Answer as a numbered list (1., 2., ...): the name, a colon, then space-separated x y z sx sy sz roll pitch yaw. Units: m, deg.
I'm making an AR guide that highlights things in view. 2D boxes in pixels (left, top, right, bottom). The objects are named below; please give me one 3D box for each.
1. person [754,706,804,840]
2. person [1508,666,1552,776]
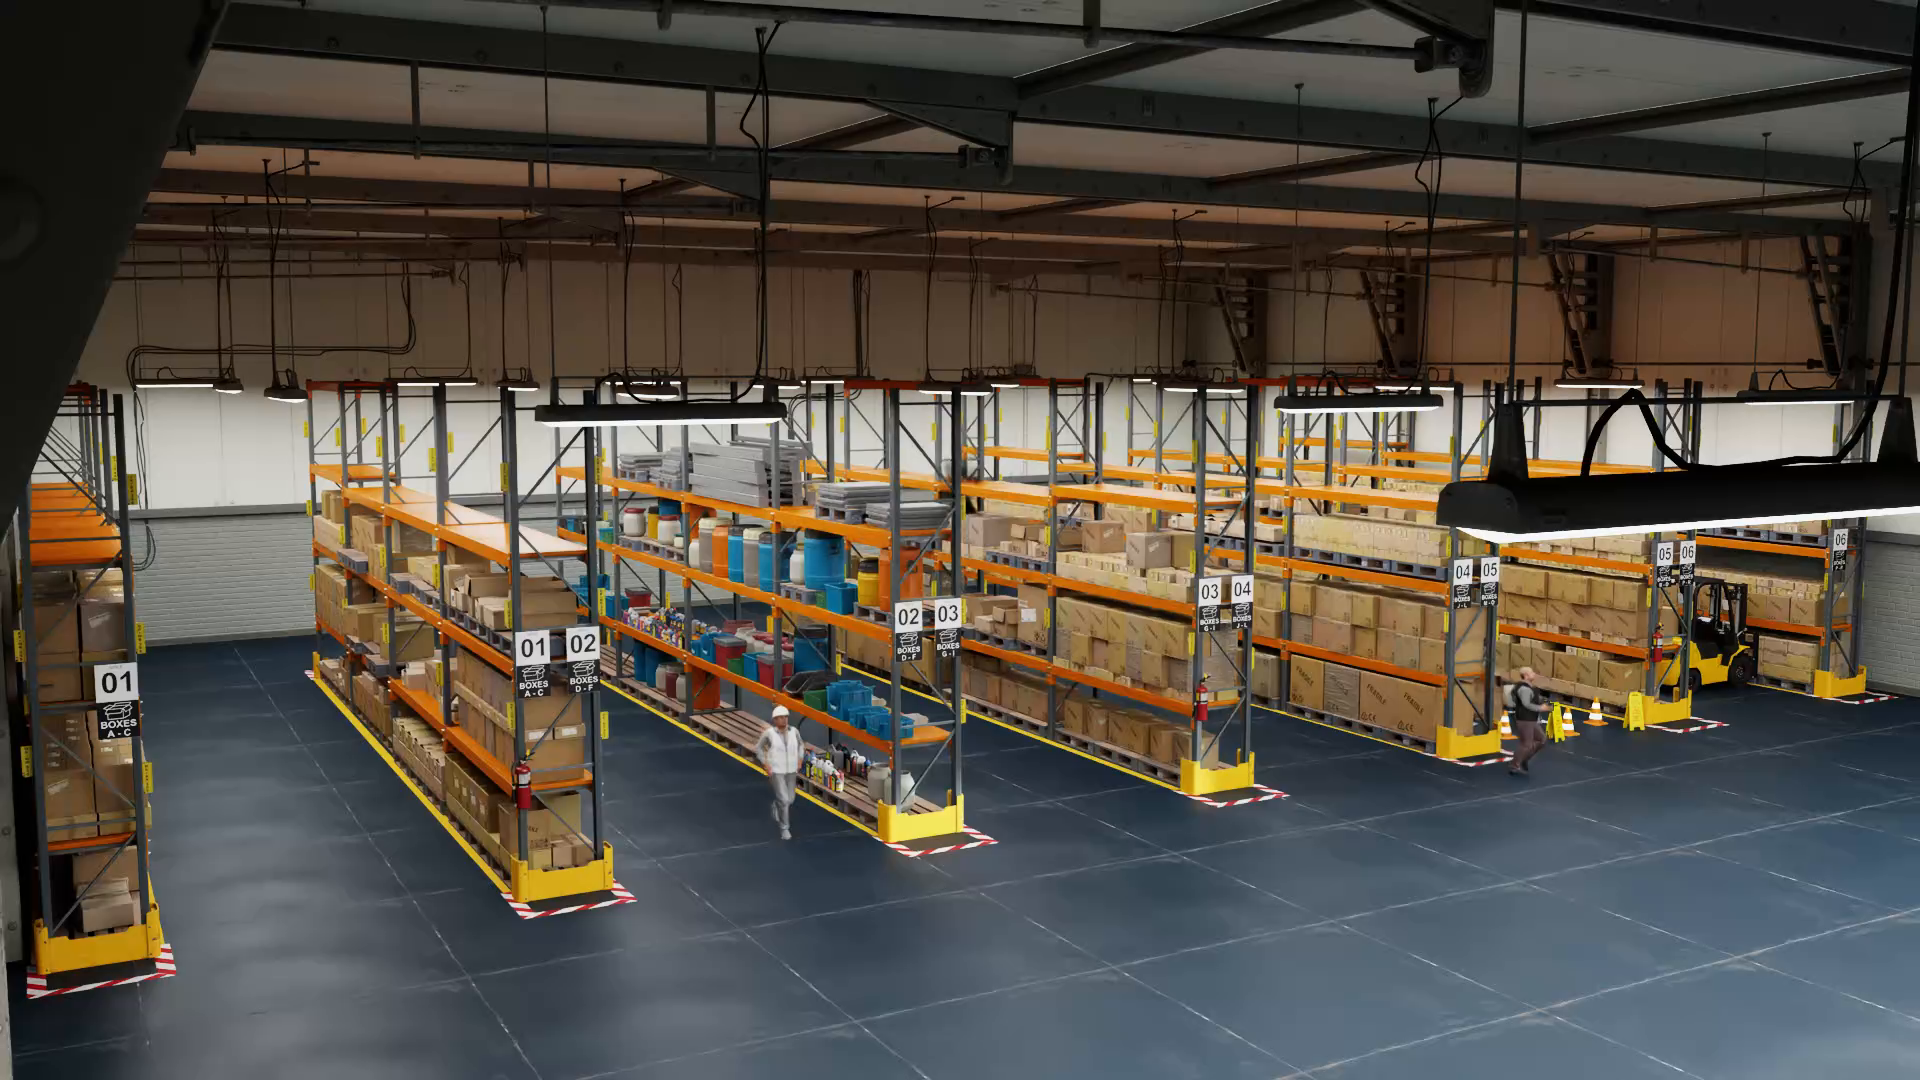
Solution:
1. person: -2.423 3.092 22.413 0.677 1.759 0.773 -4 7 -30
2. person: 8.736 2.778 25.476 0.614 1.705 0.719 2 6 19
